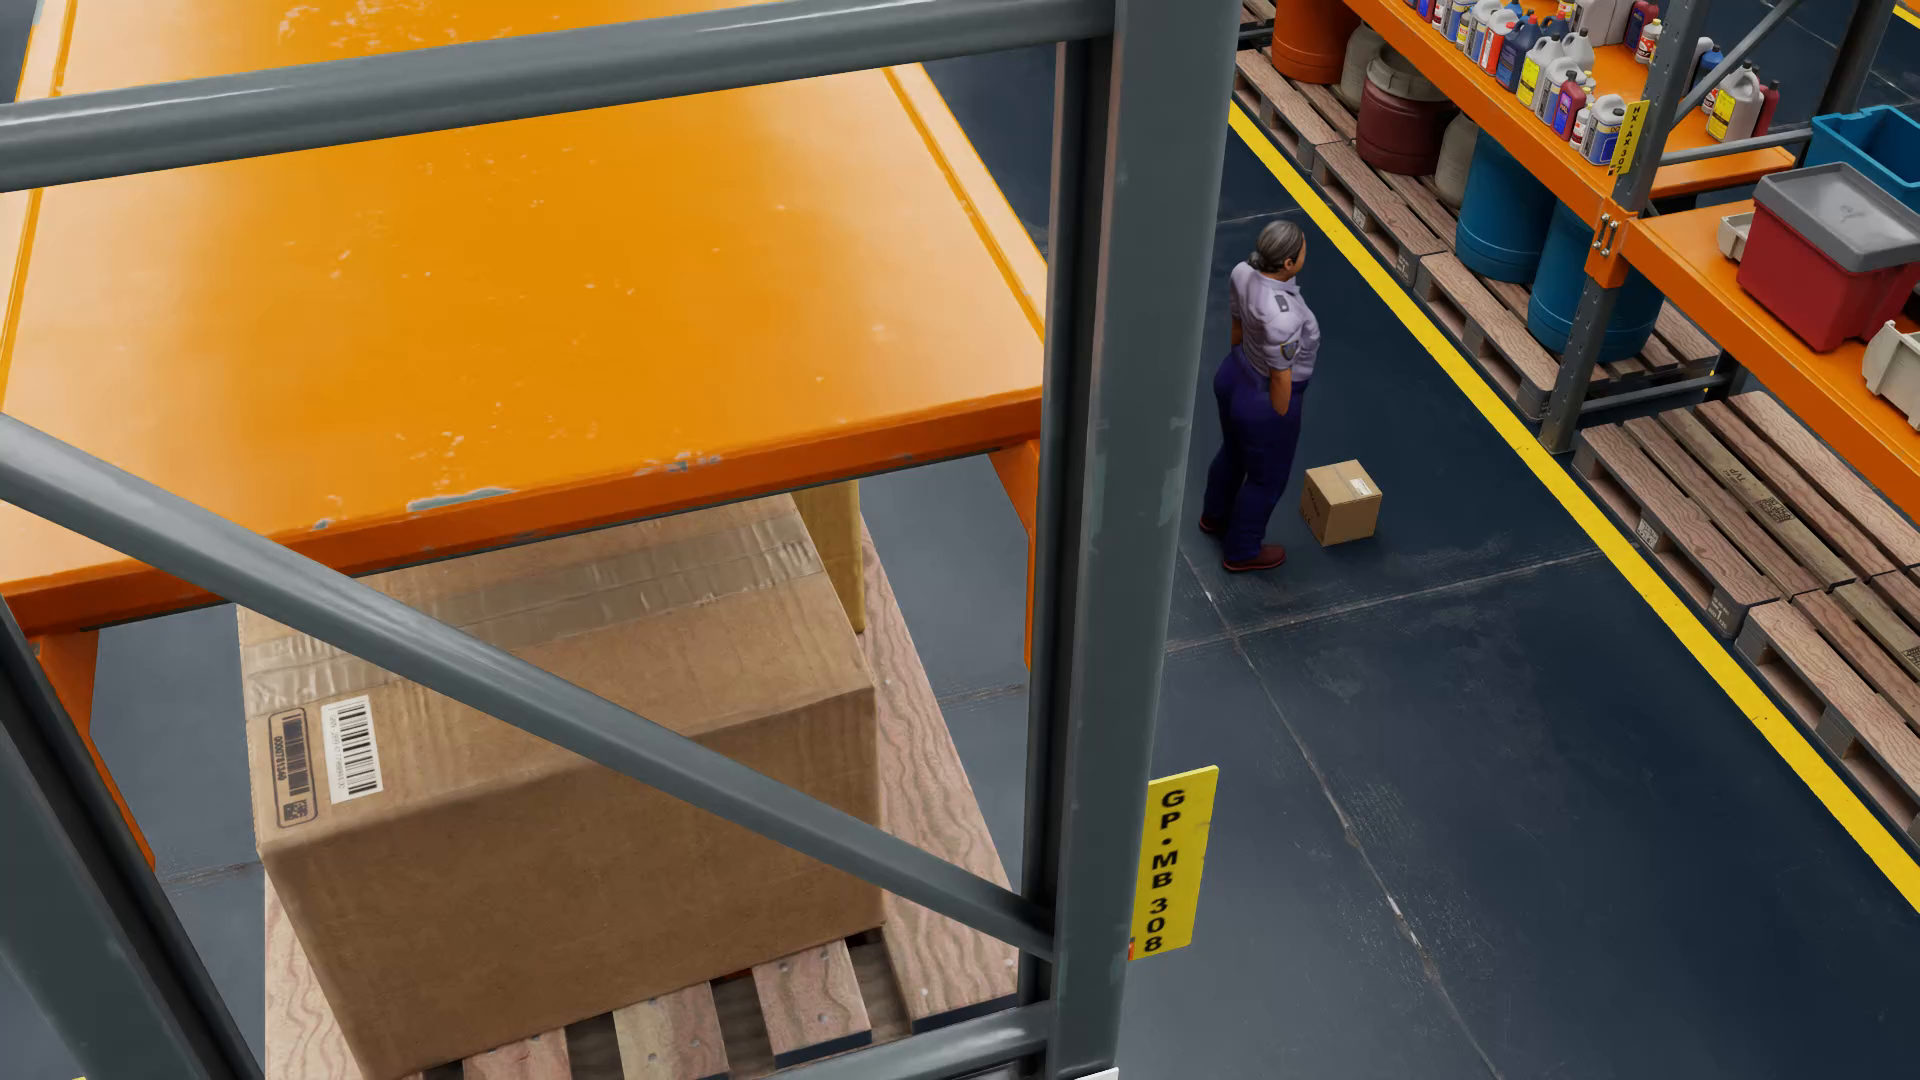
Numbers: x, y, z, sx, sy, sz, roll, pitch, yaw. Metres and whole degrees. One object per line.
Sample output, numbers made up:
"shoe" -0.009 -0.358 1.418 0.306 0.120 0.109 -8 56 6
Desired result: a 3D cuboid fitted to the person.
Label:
"person" 1.238 -0.589 6.842 0.343 1.637 0.467 -11 44 -11
